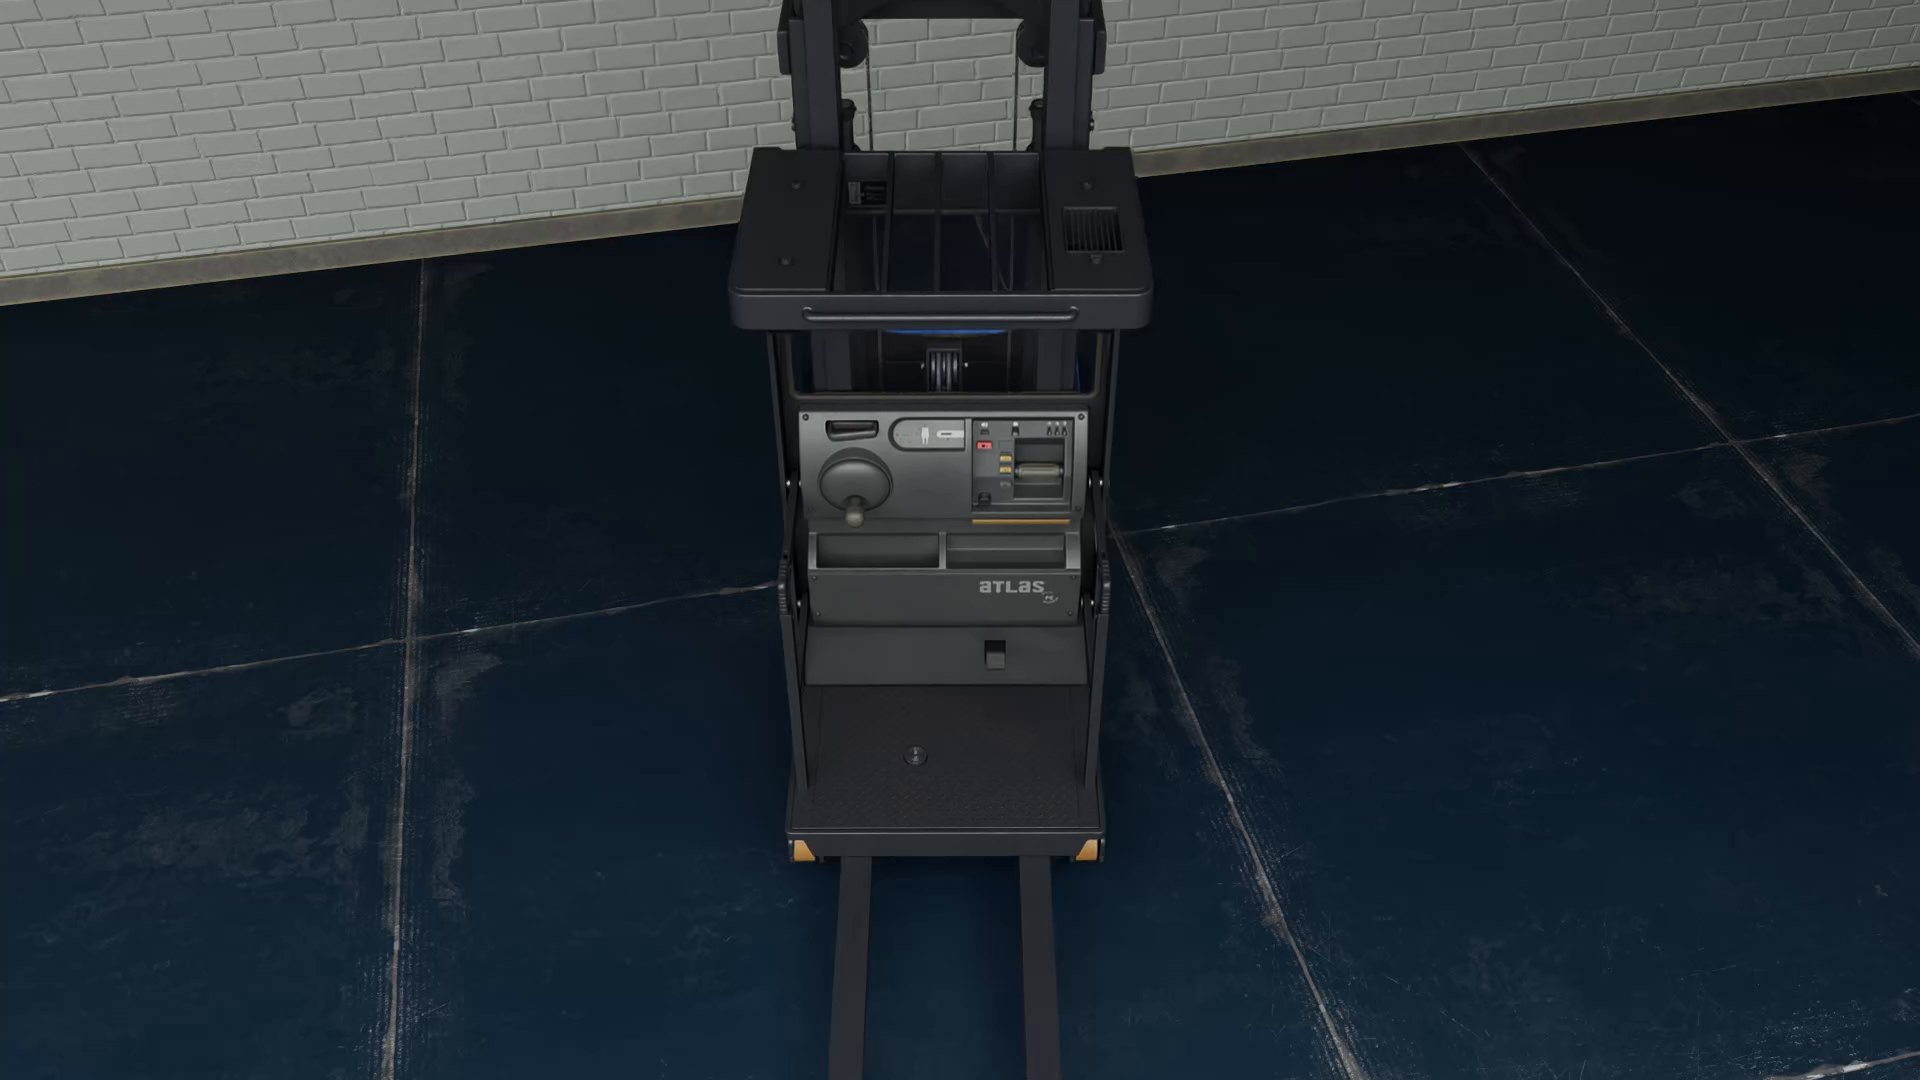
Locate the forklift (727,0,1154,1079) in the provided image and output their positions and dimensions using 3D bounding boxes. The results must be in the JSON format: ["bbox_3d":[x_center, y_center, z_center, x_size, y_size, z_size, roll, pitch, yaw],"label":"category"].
[{"bbox_3d":[-0.050,-0.158,5.220,1.130,2.935,3.031,0,42,0],"label":"forklift"}]
